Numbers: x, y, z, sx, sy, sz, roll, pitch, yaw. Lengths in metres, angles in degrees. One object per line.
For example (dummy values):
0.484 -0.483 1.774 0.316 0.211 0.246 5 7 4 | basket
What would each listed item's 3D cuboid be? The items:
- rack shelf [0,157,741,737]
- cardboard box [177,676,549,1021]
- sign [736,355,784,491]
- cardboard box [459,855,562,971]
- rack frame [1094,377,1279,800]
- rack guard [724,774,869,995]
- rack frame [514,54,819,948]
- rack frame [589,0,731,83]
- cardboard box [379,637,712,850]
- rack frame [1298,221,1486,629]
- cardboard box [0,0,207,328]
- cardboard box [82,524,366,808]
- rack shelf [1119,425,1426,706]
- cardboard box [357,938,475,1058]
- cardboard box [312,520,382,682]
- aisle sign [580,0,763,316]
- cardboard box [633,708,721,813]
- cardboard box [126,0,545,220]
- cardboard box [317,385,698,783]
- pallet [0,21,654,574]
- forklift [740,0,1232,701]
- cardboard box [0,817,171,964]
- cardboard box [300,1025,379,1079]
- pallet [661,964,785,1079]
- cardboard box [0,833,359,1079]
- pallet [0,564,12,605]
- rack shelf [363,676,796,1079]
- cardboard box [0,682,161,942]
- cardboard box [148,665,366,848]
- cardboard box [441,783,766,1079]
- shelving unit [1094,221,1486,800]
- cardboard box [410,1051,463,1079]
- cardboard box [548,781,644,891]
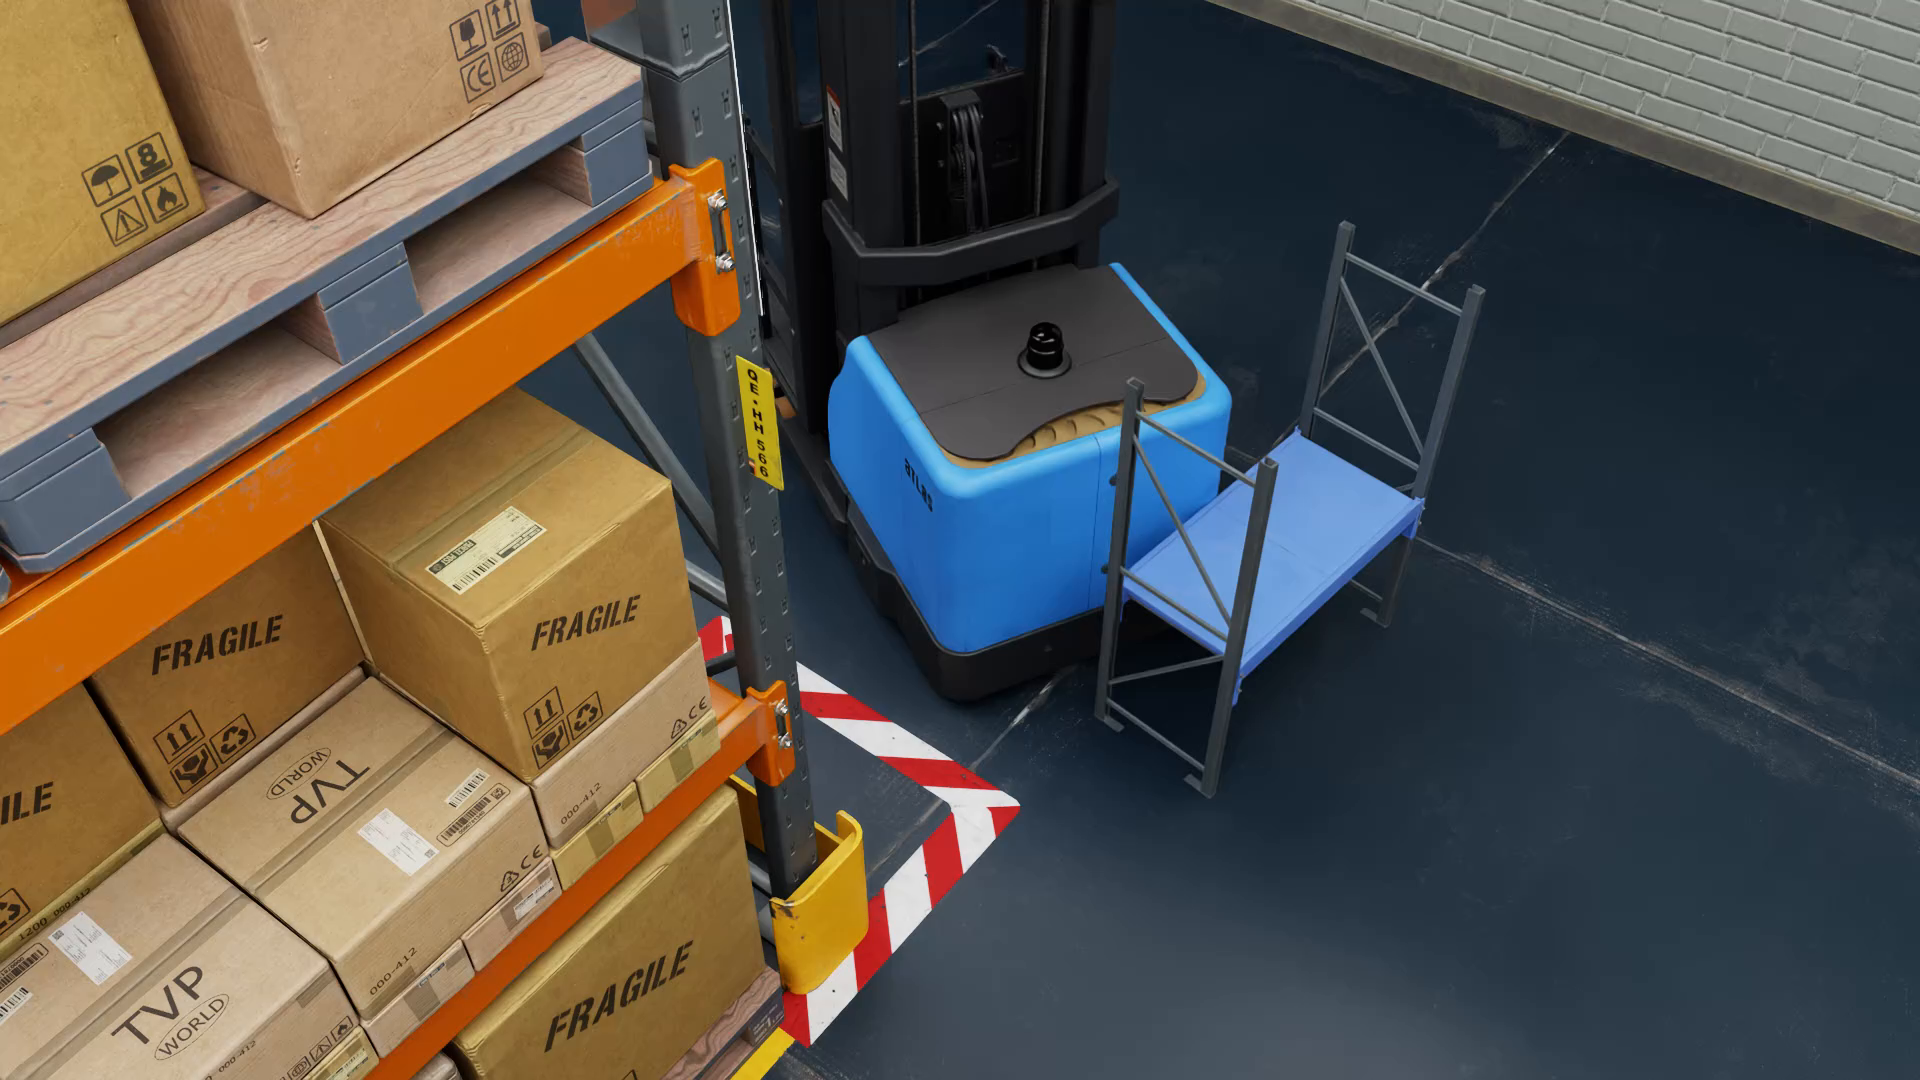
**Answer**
-2.059 0.352 2.262 1.077 0.370 4.000 29 53 25 | rack shelf
-1.233 0.629 3.473 0.500 0.250 0.500 28 53 24 | cardboard box
-0.415 -0.239 3.439 0.100 0.325 0.005 29 53 25 | sign
-1.106 0.725 3.657 0.380 0.149 0.250 29 53 25 | cardboard box
0.648 0.199 5.023 0.500 1.500 0.032 35 55 29 | rack frame
-0.821 0.845 5.097 1.175 0.500 0.348 29 53 25 | rack guard
-0.836 -0.005 4.180 1.000 3.000 0.127 29 53 25 | rack frame
-0.836 -2.077 2.011 1.000 3.000 0.127 29 53 25 | rack frame
-0.922 0.339 3.750 0.500 0.250 0.500 28 53 24 | cardboard box
1.352 -0.332 5.530 0.500 1.500 0.032 35 55 29 | rack frame
-1.551 -0.665 2.308 0.700 0.500 0.500 27 52 24 | cardboard box
-1.649 0.127 3.434 0.500 0.500 0.500 28 52 24 | cardboard box
1.000 0.058 5.406 0.538 0.185 1.000 35 55 29 | rack shelf
-1.259 0.867 3.521 0.380 0.149 0.250 30 53 26 | cardboard box
-1.343 0.100 3.978 0.500 0.250 0.500 28 52 24 | cardboard box
-0.554 -0.811 3.153 0.394 0.787 0.004 29 53 25 | aisle sign
-0.793 0.431 3.937 0.380 0.149 0.250 30 53 26 | cardboard box
-1.111 -0.934 2.564 0.700 0.500 0.500 26 52 23 | cardboard box
-0.926 0.080 3.478 0.500 0.500 0.500 30 53 25 | cardboard box
-1.281 -0.581 2.718 1.003 0.211 1.213 29 53 25 | pallet
-0.200 -1.545 5.699 1.130 2.935 3.031 -18 49 -17 | forklift
-1.966 0.686 3.418 0.500 0.250 0.500 28 52 24 | cardboard box
-1.416 1.016 3.378 0.380 0.149 0.250 28 52 24 | cardboard box
-1.263 1.451 4.718 1.003 0.211 1.213 29 53 25 | pallet
-1.544 0.920 3.194 0.500 0.250 0.500 27 52 24 | cardboard box
-2.027 0.120 2.048 1.003 0.211 1.213 29 53 25 | pallet
-2.059 1.388 3.347 1.077 0.370 4.000 29 53 25 | rack shelf
-1.961 0.426 3.148 0.500 0.500 0.500 28 52 24 | cardboard box
-1.655 0.400 3.691 0.500 0.250 0.500 29 53 25 | cardboard box
-1.164 0.986 4.413 0.875 0.875 0.875 29 53 25 | cardboard box
1.000 -0.067 5.276 0.538 1.500 1.048 35 55 29 | shelving unit
-1.720 1.506 3.916 0.875 0.875 0.875 29 53 25 | cardboard box
-0.951 0.581 3.794 0.380 0.149 0.250 30 53 25 | cardboard box
